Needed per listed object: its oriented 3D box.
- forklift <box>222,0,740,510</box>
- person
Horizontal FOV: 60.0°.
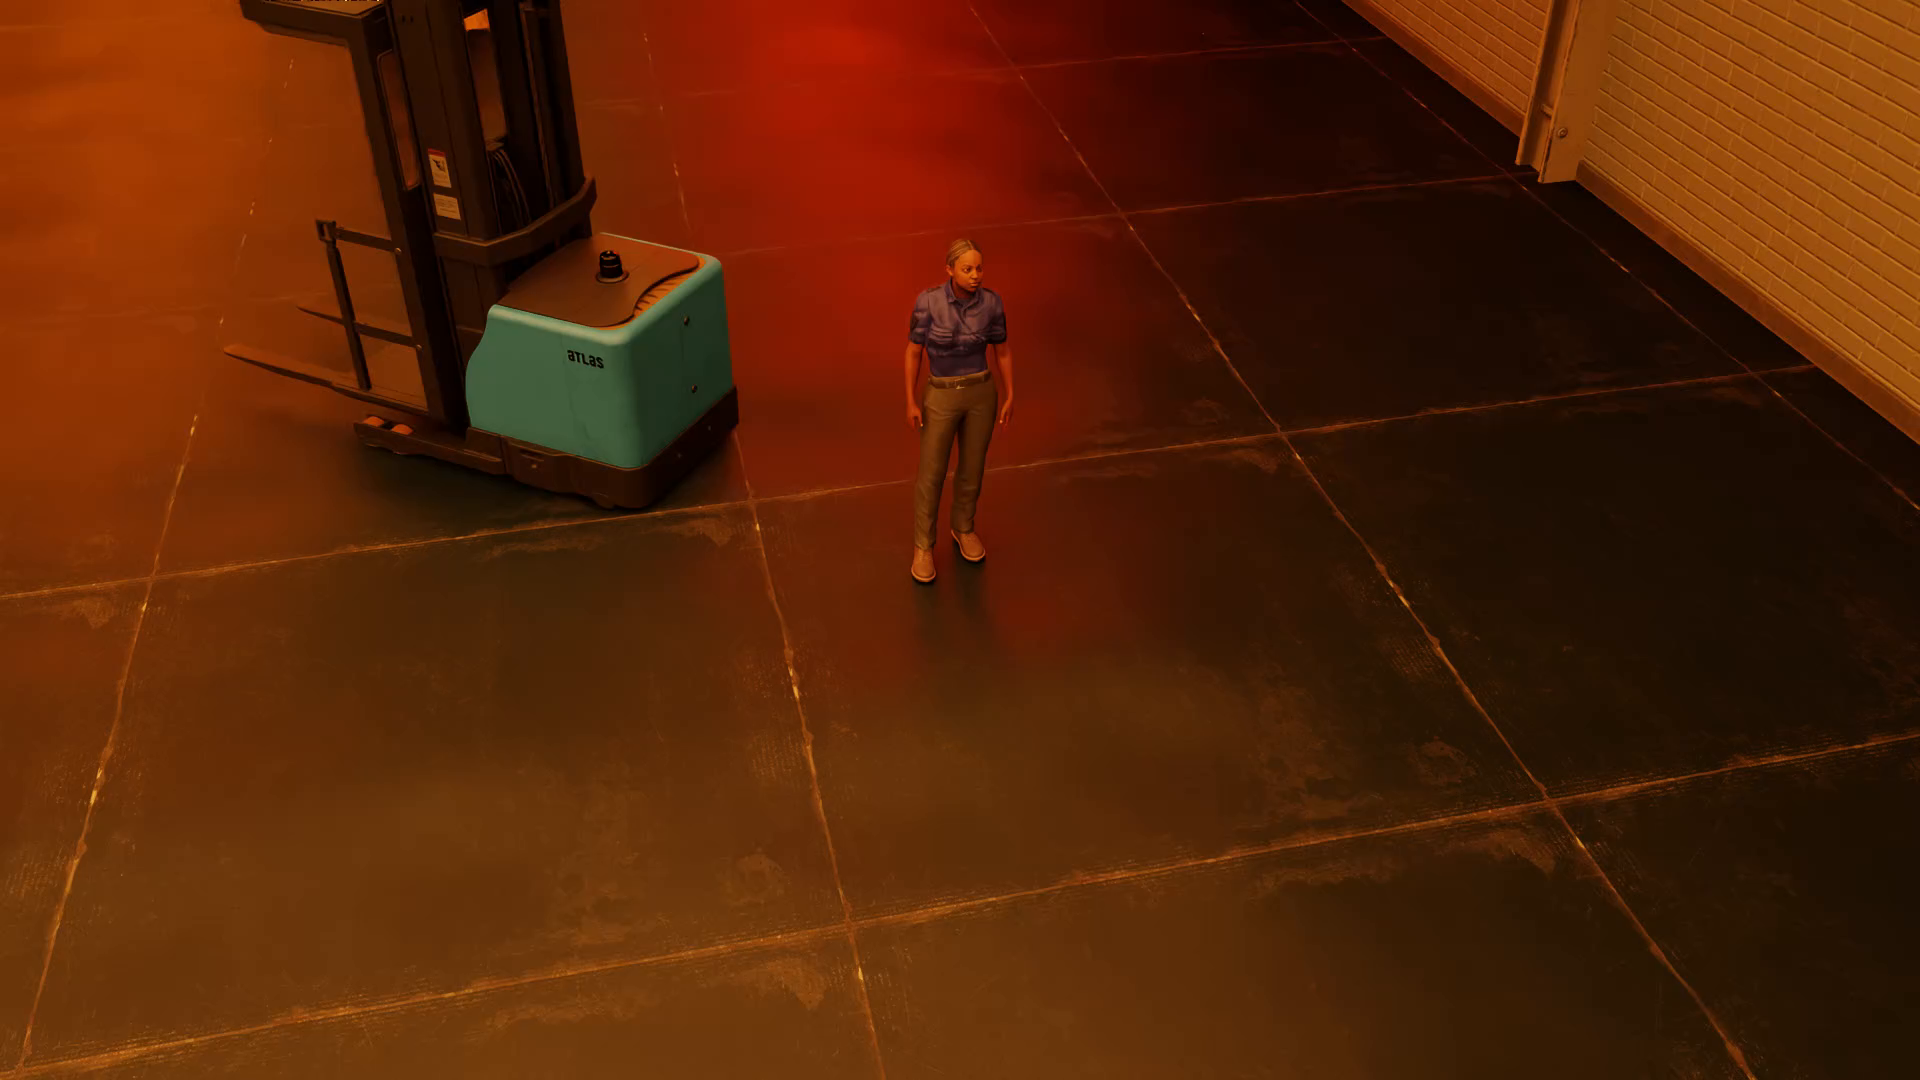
[{"bbox_3d":[-2.802,-1.924,8.724,3.031,2.935,1.130,15,38,20],"label":"forklift"},{"bbox_3d":[0.001,-0.625,8.000,0.570,1.654,0.504,-8,36,-11],"label":"person"}]
